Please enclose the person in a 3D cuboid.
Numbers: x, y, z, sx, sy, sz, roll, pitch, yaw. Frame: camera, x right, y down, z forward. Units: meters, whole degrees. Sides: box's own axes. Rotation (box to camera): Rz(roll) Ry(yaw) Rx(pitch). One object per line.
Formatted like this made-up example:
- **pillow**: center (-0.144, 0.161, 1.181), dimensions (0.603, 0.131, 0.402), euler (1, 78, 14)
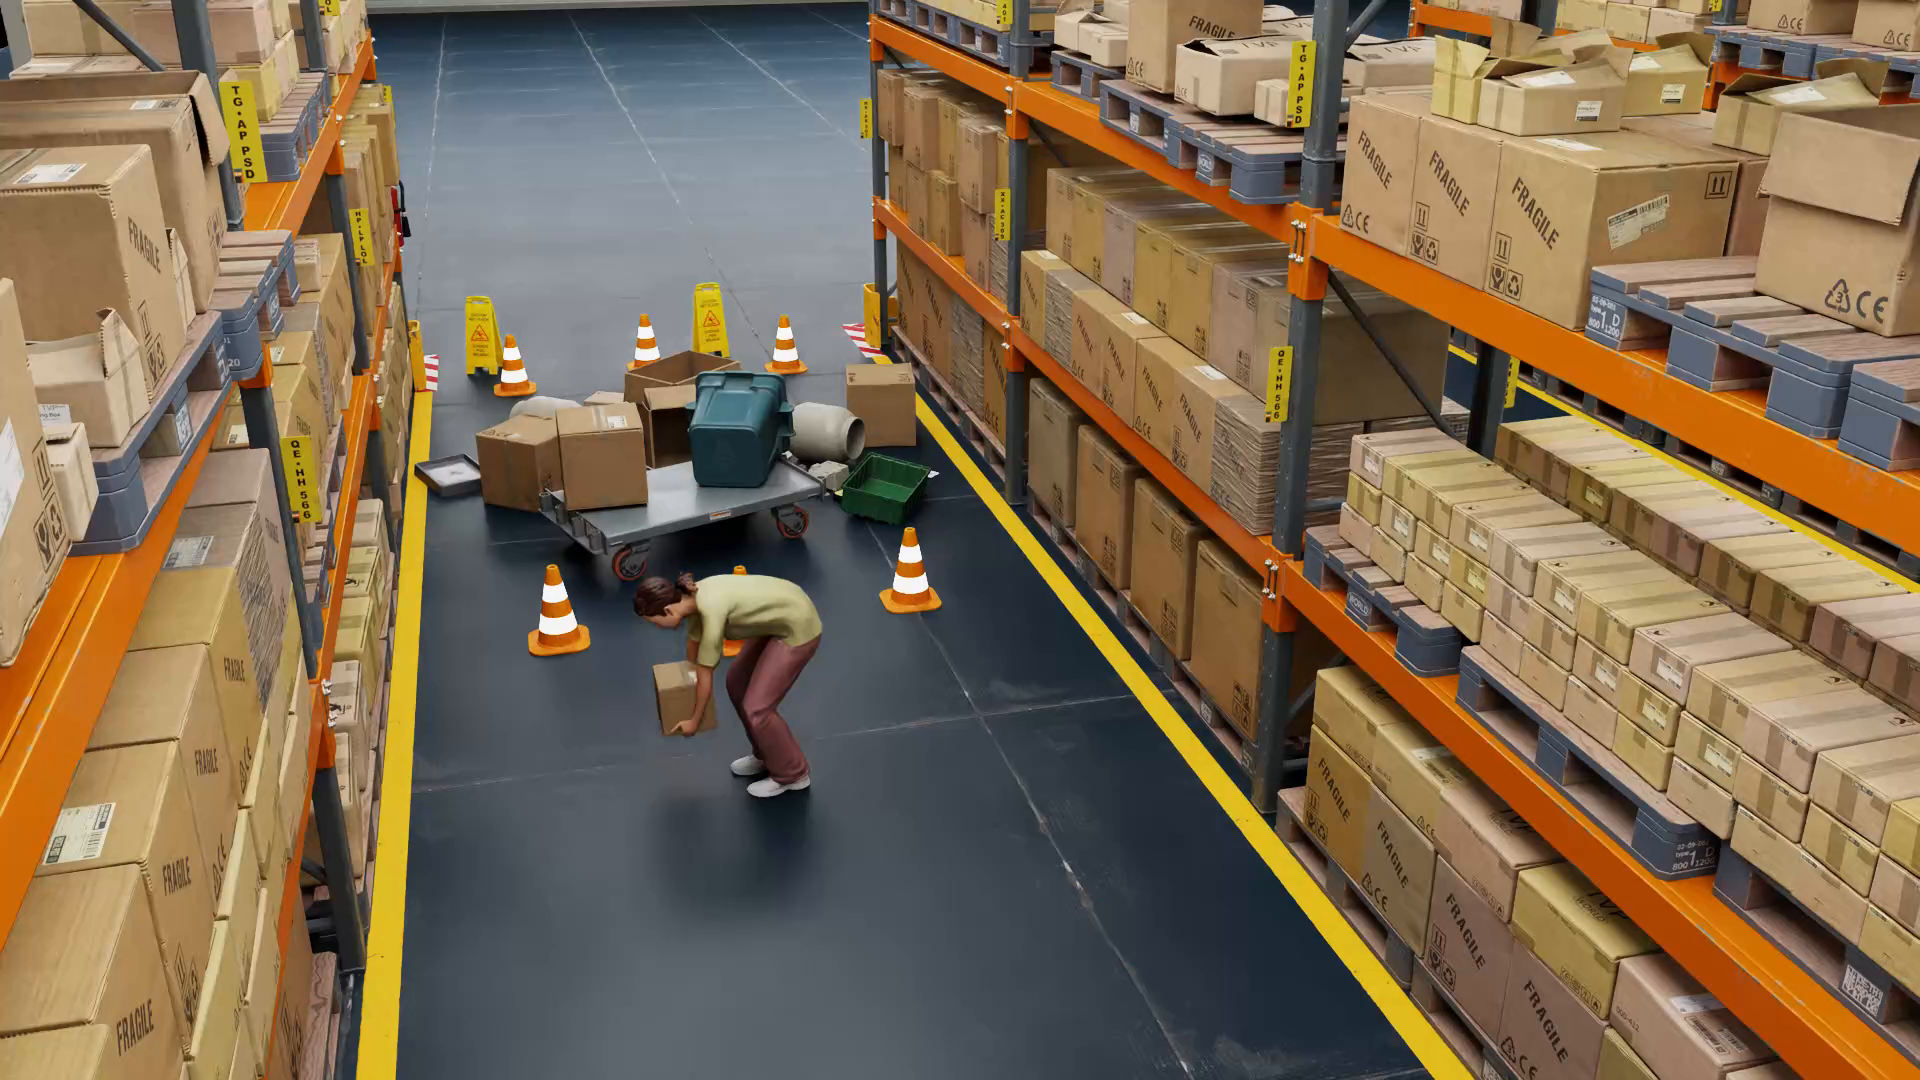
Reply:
- **person**: center (-1.065, 0.646, 7.760), dimensions (0.853, 1.143, 0.424), euler (-7, 24, -17)
